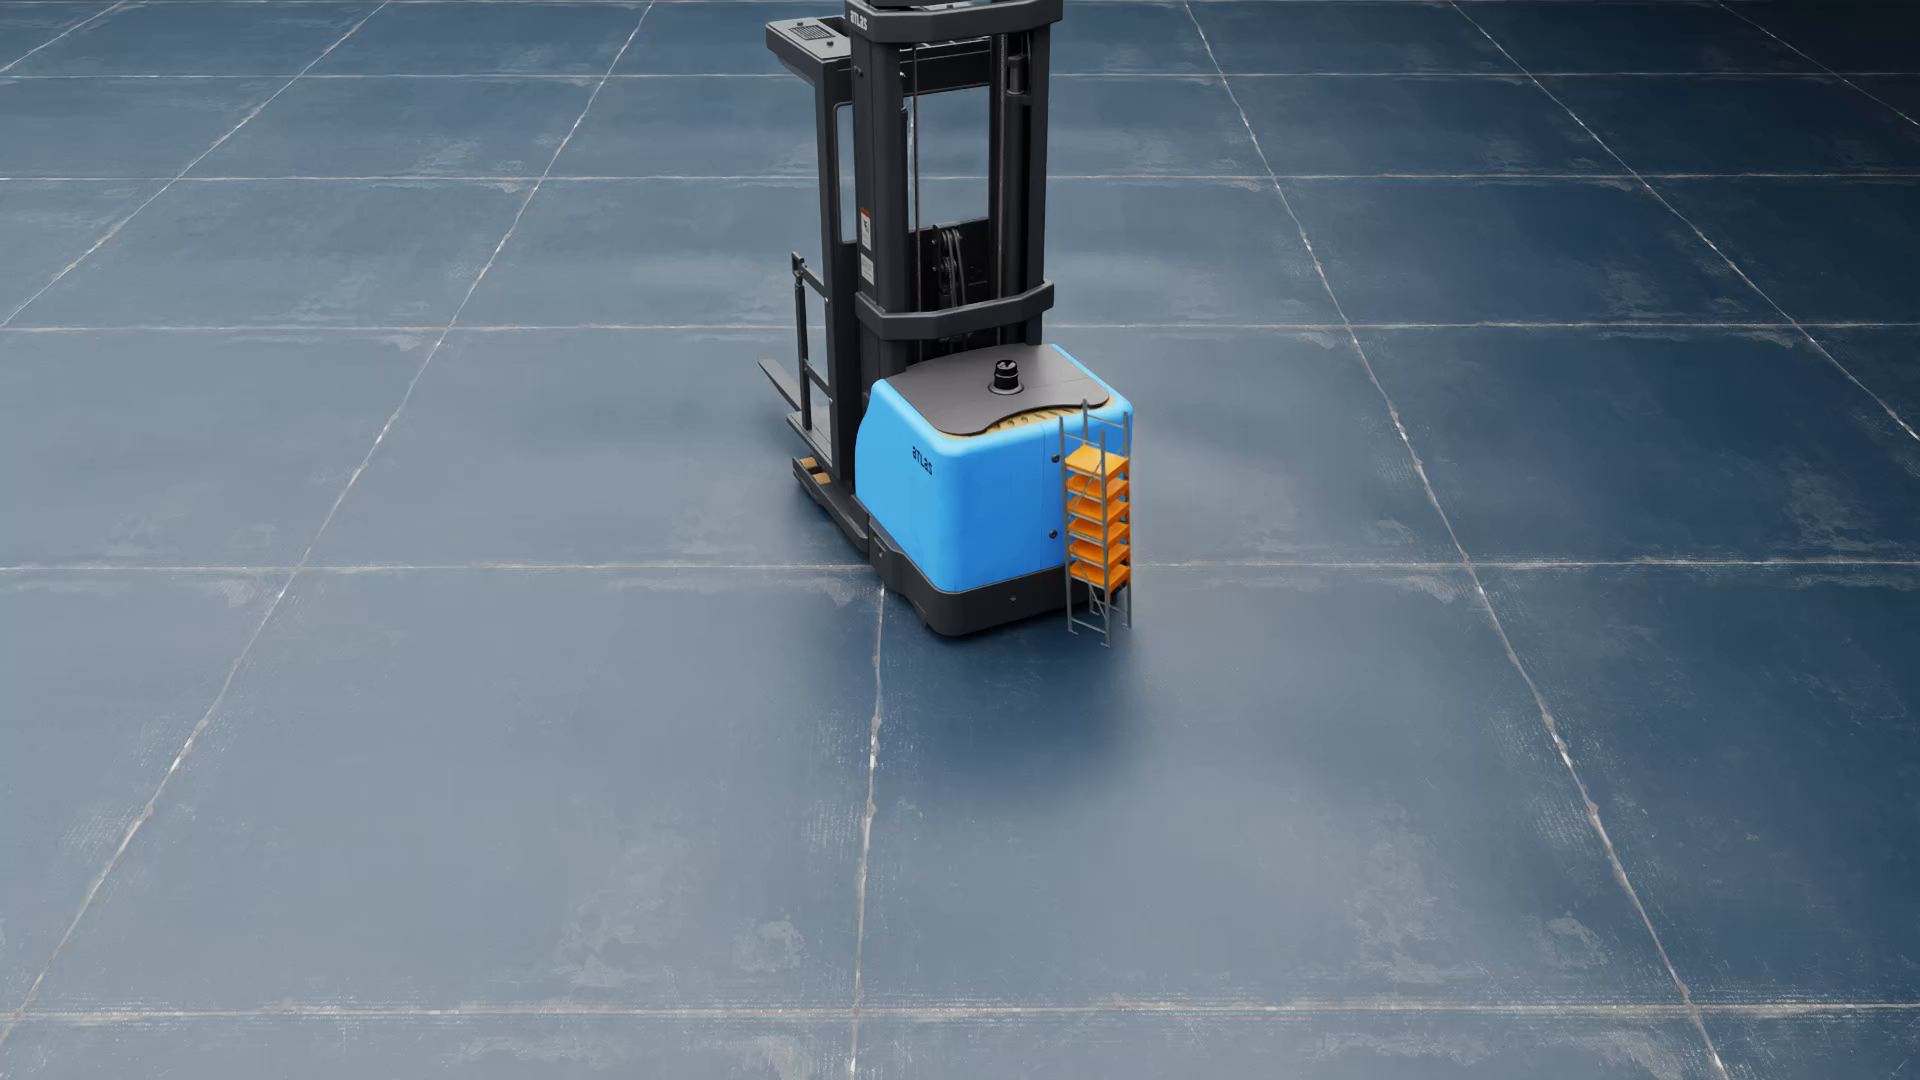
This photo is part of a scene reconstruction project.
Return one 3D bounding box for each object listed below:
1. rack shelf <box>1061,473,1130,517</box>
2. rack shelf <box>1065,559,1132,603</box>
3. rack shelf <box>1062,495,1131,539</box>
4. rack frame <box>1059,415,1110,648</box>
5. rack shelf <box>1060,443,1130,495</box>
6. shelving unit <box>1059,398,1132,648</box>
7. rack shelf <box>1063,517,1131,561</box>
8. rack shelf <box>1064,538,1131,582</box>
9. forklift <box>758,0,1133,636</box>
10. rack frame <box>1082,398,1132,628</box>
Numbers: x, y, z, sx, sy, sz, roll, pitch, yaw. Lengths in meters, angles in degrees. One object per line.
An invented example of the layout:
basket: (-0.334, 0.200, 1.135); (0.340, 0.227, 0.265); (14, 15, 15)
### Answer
rack shelf: (0.618, -0.224, 7.569); (0.258, 0.103, 0.180); (21, 42, 33)
rack shelf: (0.652, 0.172, 7.838); (0.258, 0.103, 0.180); (21, 42, 33)
rack shelf: (0.626, -0.125, 7.636); (0.258, 0.103, 0.180); (21, 42, 33)
rack frame: (0.575, -0.019, 7.621); (0.240, 1.200, 0.006); (21, 42, 33)
rack shelf: (0.609, -0.323, 7.501); (0.258, 0.103, 0.180); (21, 42, 33)
shelving unit: (0.632, -0.063, 7.678); (0.258, 1.200, 0.189); (21, 42, 33)
rack shelf: (0.635, -0.026, 7.703); (0.258, 0.103, 0.180); (21, 42, 33)
rack shelf: (0.643, 0.073, 7.771); (0.258, 0.103, 0.180); (21, 42, 33)
forklift: (-0.272, -1.544, 8.469); (1.130, 2.935, 3.031); (-14, 34, -22)
rack frame: (0.688, -0.106, 7.736); (0.240, 1.200, 0.006); (21, 42, 33)
